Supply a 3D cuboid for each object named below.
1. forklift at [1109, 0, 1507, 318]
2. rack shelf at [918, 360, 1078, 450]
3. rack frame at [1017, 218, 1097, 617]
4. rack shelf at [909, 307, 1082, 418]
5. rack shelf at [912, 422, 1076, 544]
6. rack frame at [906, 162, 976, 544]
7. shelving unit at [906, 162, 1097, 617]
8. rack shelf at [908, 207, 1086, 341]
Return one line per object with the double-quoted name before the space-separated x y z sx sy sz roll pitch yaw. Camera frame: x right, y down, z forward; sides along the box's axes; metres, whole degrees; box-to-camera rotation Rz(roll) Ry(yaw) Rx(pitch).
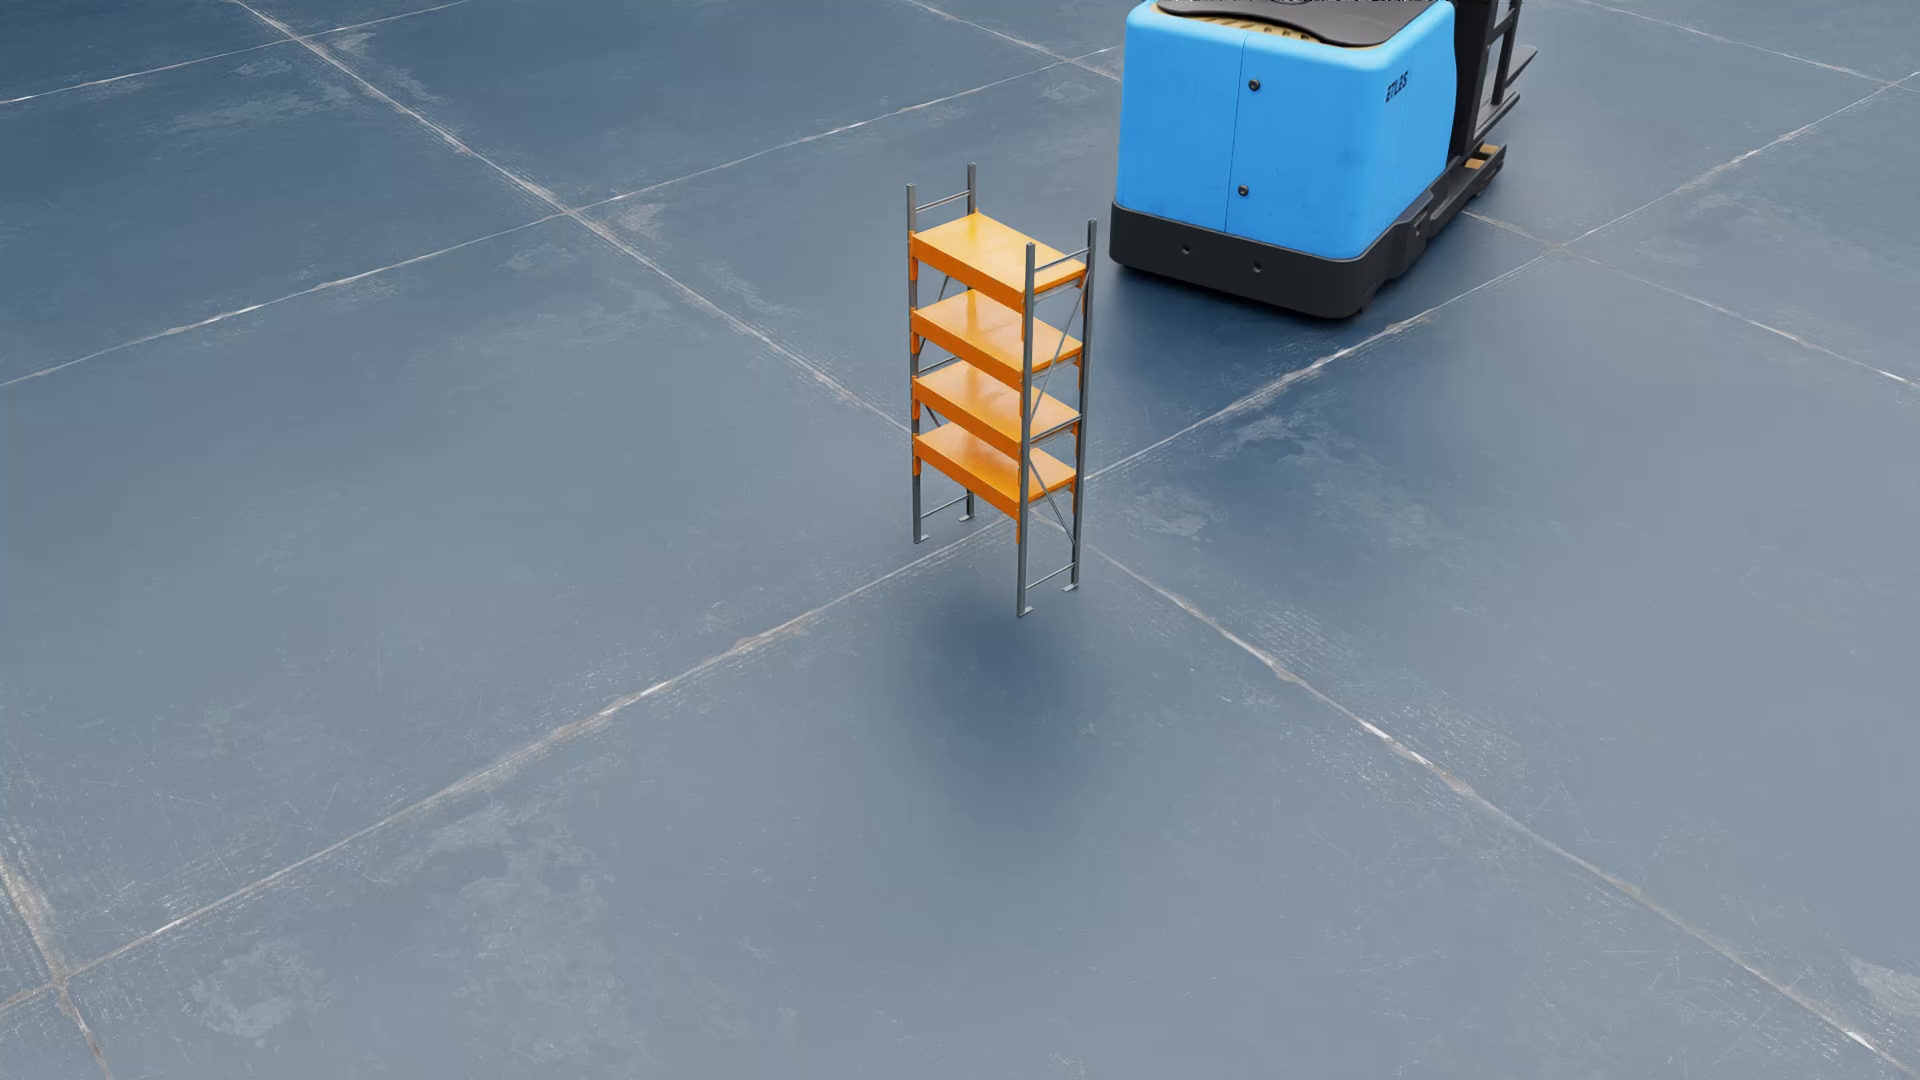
"forklift" 1.524 -2.563 6.387 1.129 2.867 1.939 20 40 26
"rack shelf" 0.107 -0.394 4.816 0.221 0.050 0.457 -26 43 -32
"rack frame" 0.264 -0.309 4.648 0.240 1.200 0.015 -26 43 -32
"rack shelf" 0.107 -0.544 4.710 0.258 0.148 0.480 -26 43 -32
"rack shelf" 0.107 -0.200 4.954 0.258 0.148 0.480 -26 43 -32
"rack frame" -0.051 -0.524 4.952 0.240 1.200 0.015 -26 43 -32
"shelving unit" 0.107 -0.417 4.800 0.258 1.200 0.503 -26 43 -32
"rack shelf" 0.107 -0.737 4.573 0.258 0.148 0.480 -26 43 -32
